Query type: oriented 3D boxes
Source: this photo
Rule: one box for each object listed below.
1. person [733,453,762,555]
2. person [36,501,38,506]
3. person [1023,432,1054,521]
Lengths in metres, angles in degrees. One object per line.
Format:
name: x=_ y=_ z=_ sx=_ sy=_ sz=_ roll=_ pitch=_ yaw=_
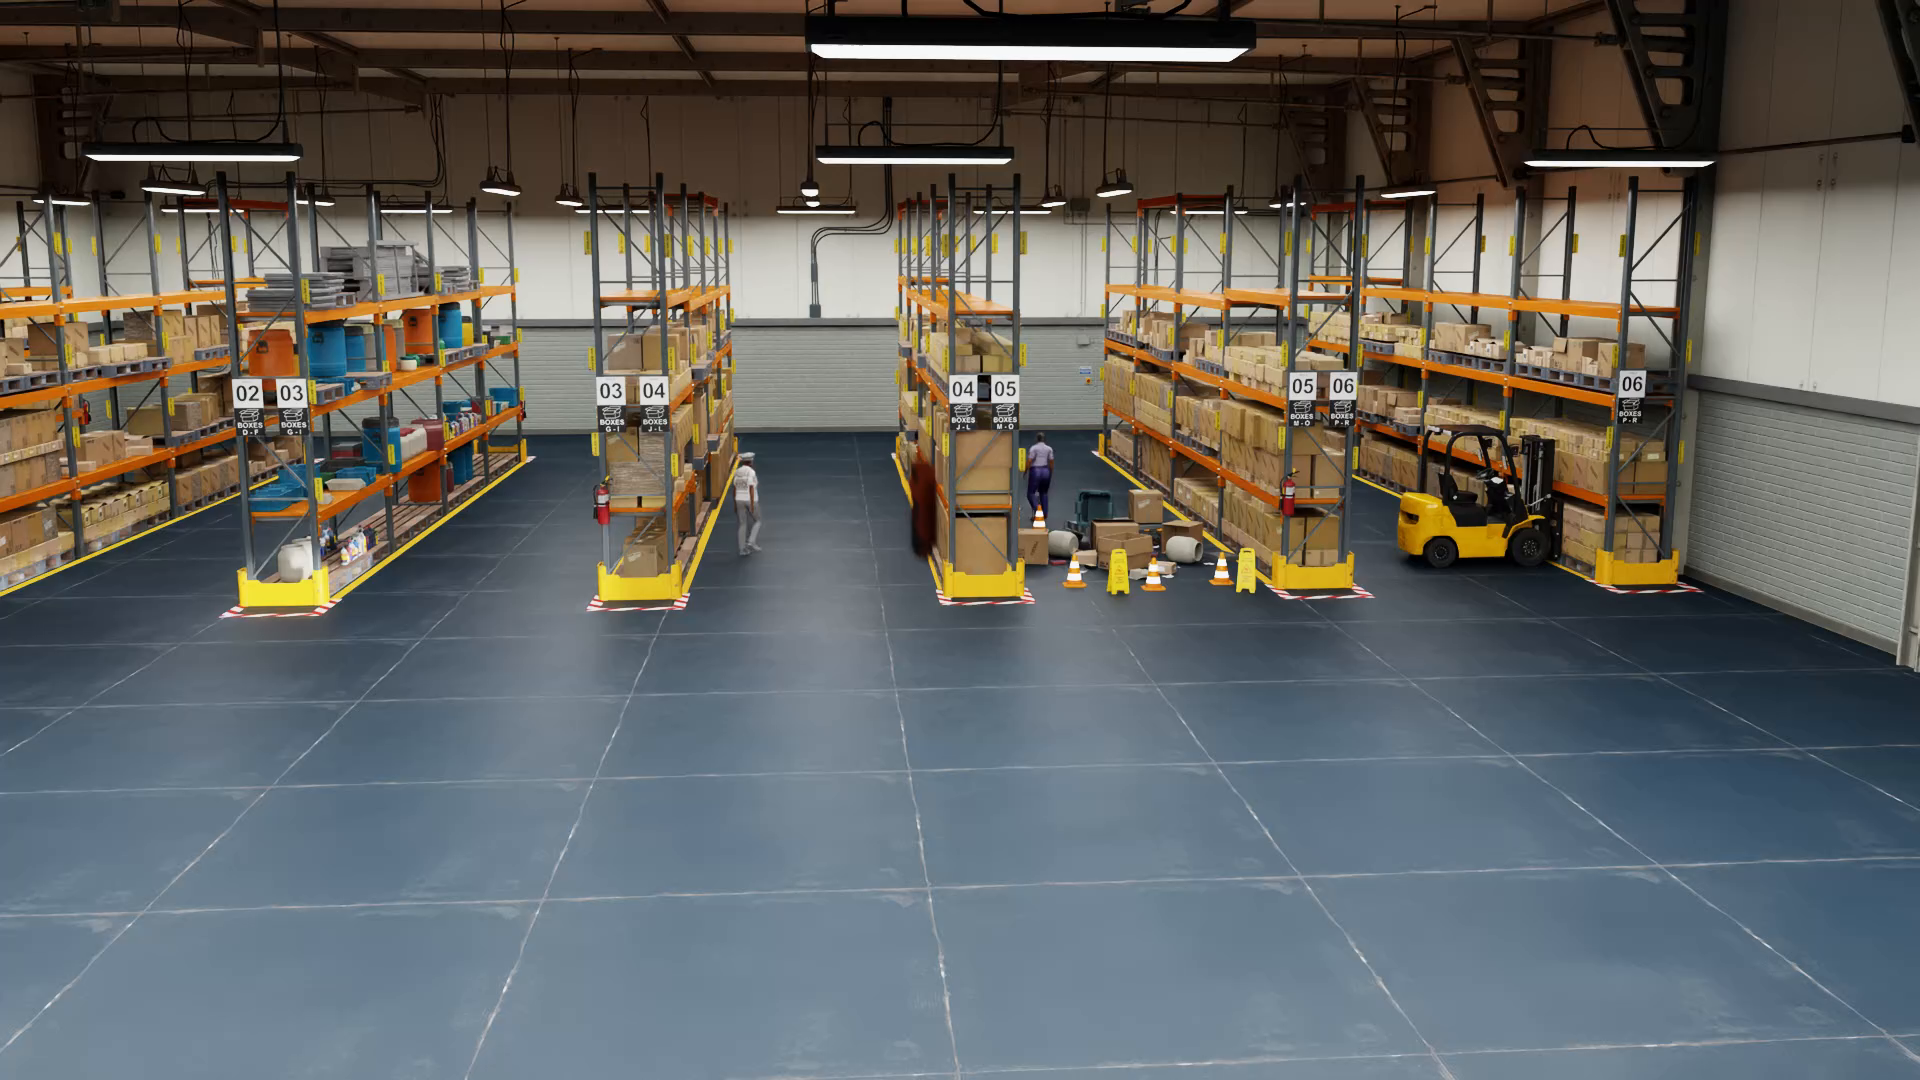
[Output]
person: x=-3.498 y=-0.593 z=27.262 sx=0.491 sy=1.641 sz=0.503 roll=2 pitch=10 yaw=13
person: x=-17.293 y=-1.174 z=30.686 sx=0.623 sy=1.631 sz=0.647 roll=-2 pitch=10 yaw=-9
person: x=1.501 y=-1.172 z=30.732 sx=0.541 sy=1.638 sz=0.569 roll=-4 pitch=11 yaw=-20
